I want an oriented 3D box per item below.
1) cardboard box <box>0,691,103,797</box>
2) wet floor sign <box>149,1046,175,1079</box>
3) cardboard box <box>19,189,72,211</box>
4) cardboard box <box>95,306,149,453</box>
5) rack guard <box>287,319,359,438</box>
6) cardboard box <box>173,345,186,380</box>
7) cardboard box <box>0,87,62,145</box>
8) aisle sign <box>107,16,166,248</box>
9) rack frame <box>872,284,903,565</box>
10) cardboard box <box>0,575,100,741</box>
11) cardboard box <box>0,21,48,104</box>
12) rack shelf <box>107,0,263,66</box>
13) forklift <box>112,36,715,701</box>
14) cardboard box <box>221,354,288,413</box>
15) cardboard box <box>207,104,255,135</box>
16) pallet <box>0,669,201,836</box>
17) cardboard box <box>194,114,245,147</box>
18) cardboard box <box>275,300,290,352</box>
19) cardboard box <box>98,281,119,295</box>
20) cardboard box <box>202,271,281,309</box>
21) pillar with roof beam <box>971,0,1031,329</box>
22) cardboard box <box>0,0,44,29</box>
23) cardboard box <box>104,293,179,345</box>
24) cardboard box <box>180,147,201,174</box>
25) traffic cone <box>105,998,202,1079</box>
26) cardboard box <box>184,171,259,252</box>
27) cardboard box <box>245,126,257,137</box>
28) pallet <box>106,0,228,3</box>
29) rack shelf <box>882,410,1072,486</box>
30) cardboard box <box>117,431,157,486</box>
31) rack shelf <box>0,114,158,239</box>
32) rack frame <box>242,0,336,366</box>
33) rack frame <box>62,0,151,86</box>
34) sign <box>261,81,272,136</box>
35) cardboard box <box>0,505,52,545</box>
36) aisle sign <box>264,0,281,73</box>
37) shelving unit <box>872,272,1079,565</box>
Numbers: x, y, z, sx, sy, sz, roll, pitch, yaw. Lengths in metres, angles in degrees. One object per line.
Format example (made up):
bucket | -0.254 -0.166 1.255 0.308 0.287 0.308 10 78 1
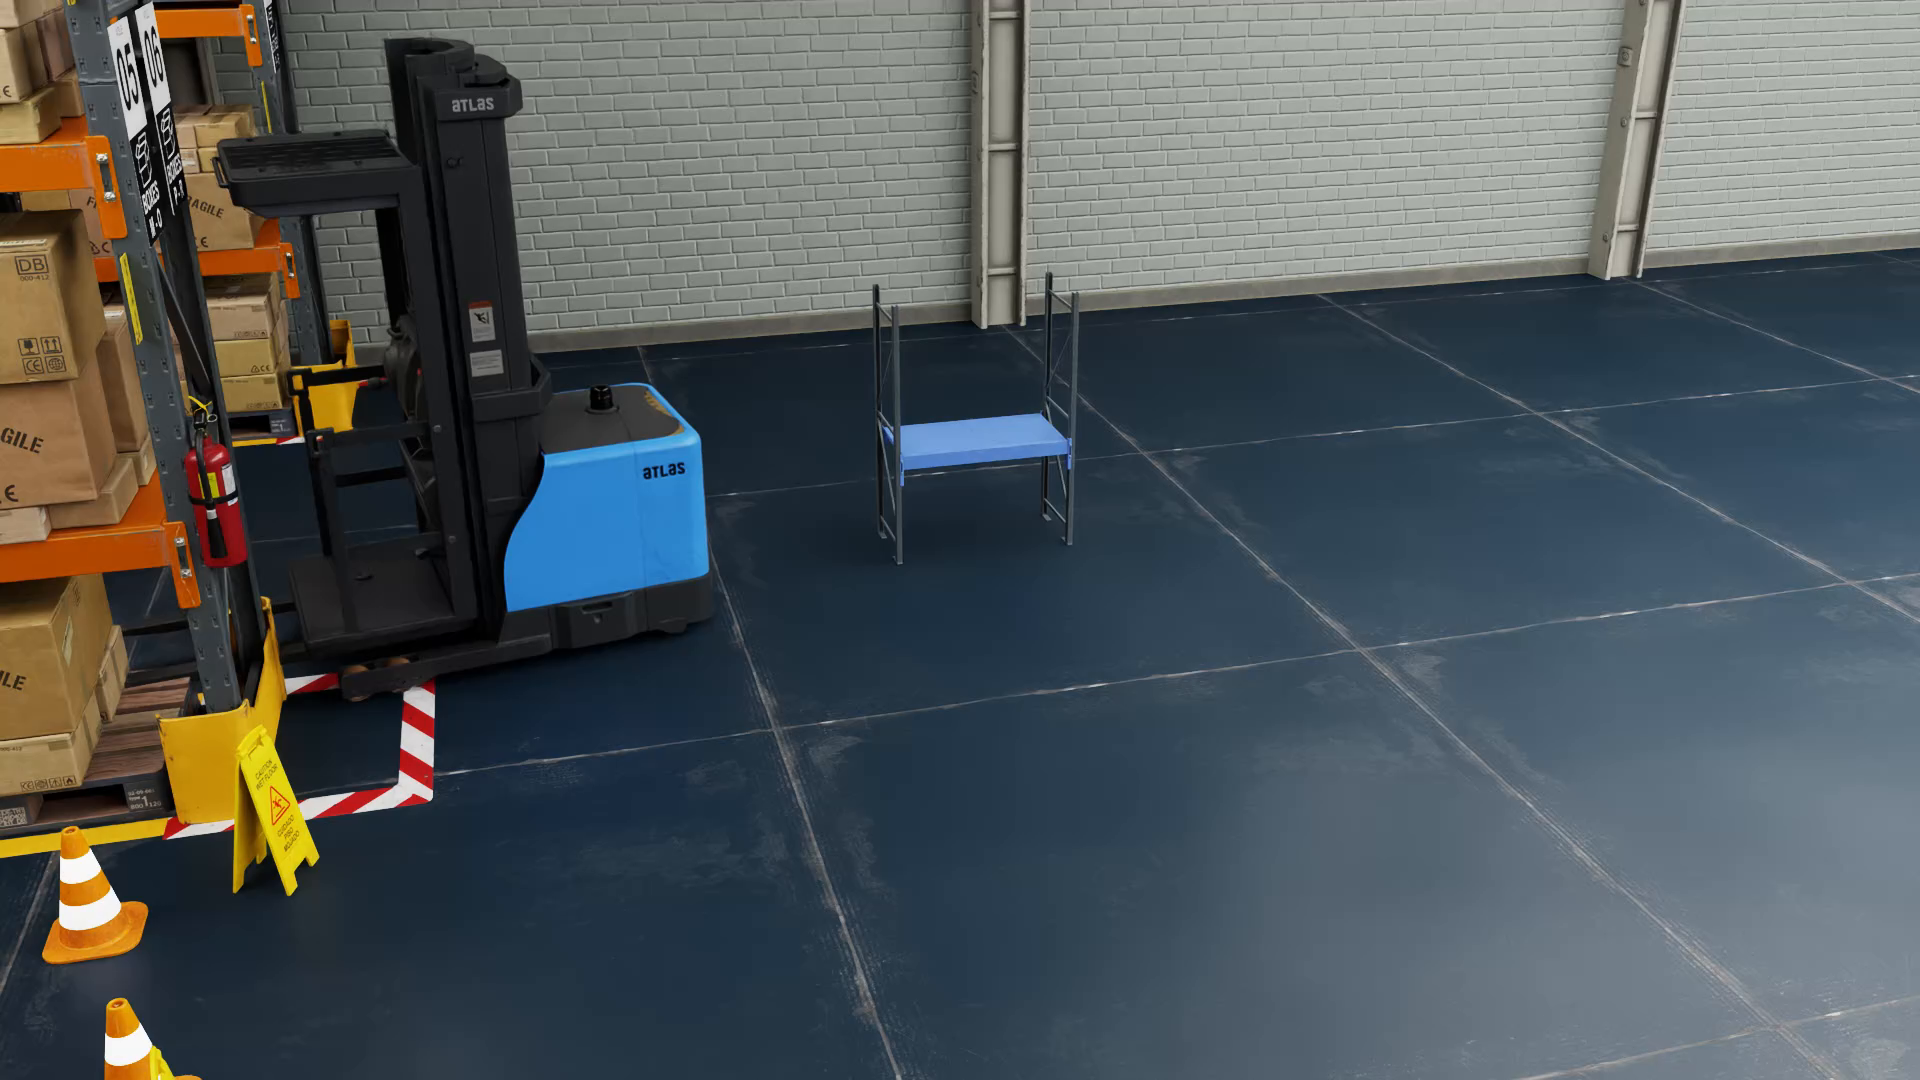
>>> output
cardboard box | -3.925 0.835 6.955 0.500 0.250 0.500 -6 24 -15
wet floor sign | -2.269 1.769 4.809 0.232 0.644 0.267 -11 25 -23
cardboard box | -5.939 -2.098 10.709 0.500 0.500 0.500 -7 24 -15
cardboard box | -3.727 -0.664 6.989 0.500 0.500 0.500 -7 24 -15
rack guard | -4.518 -1.164 11.830 0.348 0.500 1.175 -6 24 -14
cardboard box | -5.411 -1.250 11.179 0.500 0.250 0.500 -7 24 -15
cardboard box | -3.464 -1.545 6.062 0.250 0.149 0.380 -6 24 -14
aisle sign | -3.058 -1.518 6.186 0.004 0.787 0.394 -6 24 -14
rack frame | -0.407 -0.644 9.349 0.032 1.500 0.500 -6 24 -14
cardboard box | -3.897 0.484 6.822 0.500 0.500 0.500 -6 24 -14
cardboard box | -3.616 -1.716 5.954 0.500 0.250 0.500 -7 24 -15
rack shelf | -6.466 -3.145 10.385 4.000 0.370 1.077 -6 24 -14
forklift | -2.841 -0.813 7.928 3.031 2.935 1.130 -10 25 -23
cardboard box | -4.908 -1.070 11.394 0.500 0.250 0.500 -6 24 -14
cardboard box | -4.922 -2.837 11.230 0.250 0.149 0.380 -7 24 -15
pallet | -4.061 0.936 7.301 1.213 0.211 1.003 -6 24 -14
cardboard box | -4.829 -2.673 10.849 0.250 0.149 0.380 -6 24 -14
cardboard box | -5.049 -1.499 11.759 0.500 0.250 0.500 -6 24 -13
cardboard box | -6.019 -1.616 11.399 0.500 0.250 0.500 -6 24 -15
cardboard box | -5.055 -1.720 11.641 0.500 0.250 0.500 -7 24 -15
pillar with roof beam | 1.485 -4.340 8.453 0.400 9.000 9.100 -6 24 -14
cardboard box | -3.442 -1.908 5.896 0.250 0.149 0.380 -6 24 -14
cardboard box | -5.390 -1.475 11.071 0.500 0.250 0.500 -6 24 -13
cardboard box | -5.037 -2.473 10.760 0.250 0.149 0.380 -6 24 -14
traffic cone | -2.635 1.660 5.294 0.334 0.463 0.336 -6 24 -14
cardboard box | -4.944 -2.204 10.957 0.500 0.500 0.500 -7 24 -16
cardboard box | -4.937 -2.717 11.329 0.250 0.149 0.380 -7 24 -16
pallet | -5.228 -3.583 10.604 1.213 0.211 1.003 -6 24 -14
rack shelf | 0.082 -0.533 9.546 1.000 0.185 0.538 -6 24 -14
cardboard box | -3.579 -0.353 7.088 0.250 0.149 0.380 -6 24 -14
rack shelf | -5.122 -1.261 5.994 4.000 0.370 1.077 -6 24 -14
rack frame | -4.541 -2.311 11.331 0.127 3.000 1.000 -6 24 -14
rack frame | -3.196 -3.183 5.757 0.127 3.000 1.000 -6 24 -14
sign | -4.407 -2.744 10.572 0.005 0.325 0.100 -6 24 -14
cardboard box | -3.713 -0.121 6.546 0.250 0.149 0.380 -7 24 -15
aisle sign | -4.398 -3.401 10.575 0.004 0.787 0.394 -6 24 -14
shelving unit | 0.082 -0.698 9.475 1.048 1.500 0.538 -6 24 -14
